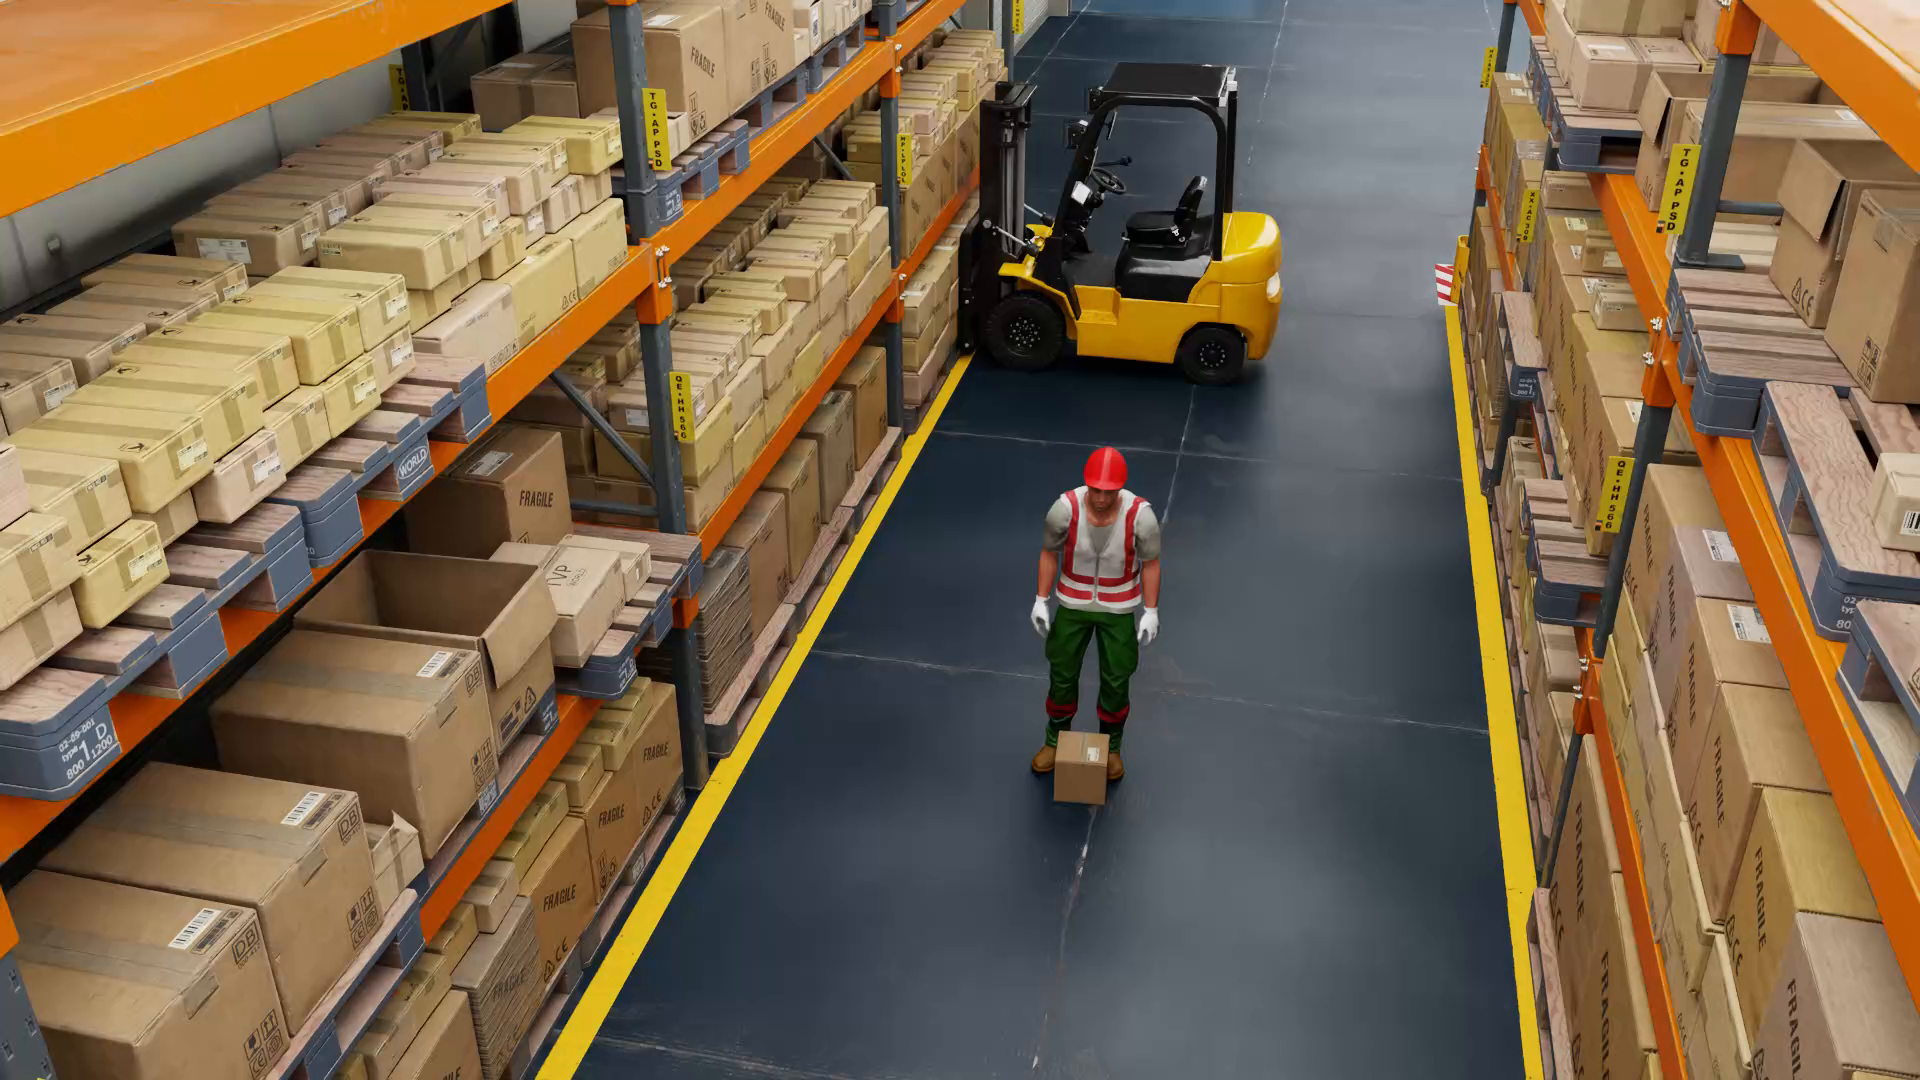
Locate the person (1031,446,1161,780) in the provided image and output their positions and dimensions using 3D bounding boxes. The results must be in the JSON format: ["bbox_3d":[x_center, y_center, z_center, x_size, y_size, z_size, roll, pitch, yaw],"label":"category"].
[{"bbox_3d":[0.652,0.343,7.978,0.620,1.779,0.454,5,29,10],"label":"person"}]
